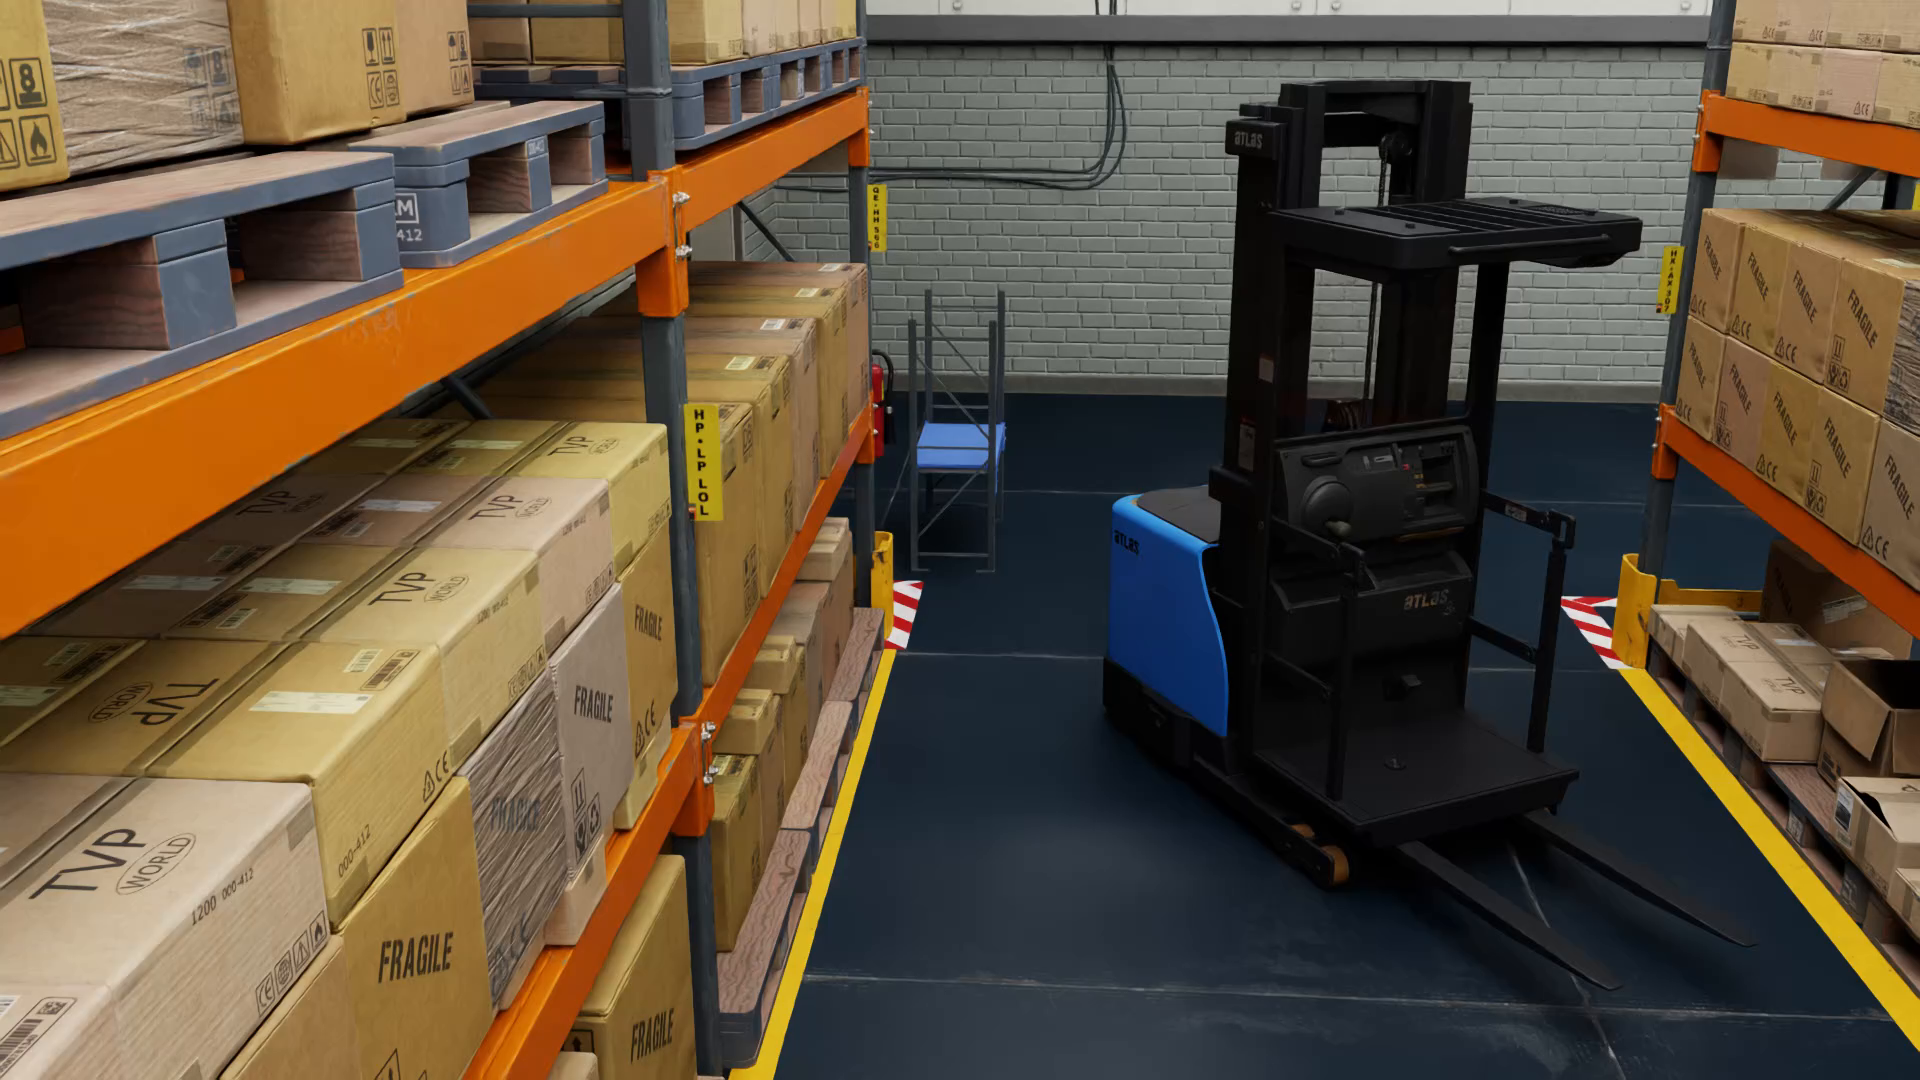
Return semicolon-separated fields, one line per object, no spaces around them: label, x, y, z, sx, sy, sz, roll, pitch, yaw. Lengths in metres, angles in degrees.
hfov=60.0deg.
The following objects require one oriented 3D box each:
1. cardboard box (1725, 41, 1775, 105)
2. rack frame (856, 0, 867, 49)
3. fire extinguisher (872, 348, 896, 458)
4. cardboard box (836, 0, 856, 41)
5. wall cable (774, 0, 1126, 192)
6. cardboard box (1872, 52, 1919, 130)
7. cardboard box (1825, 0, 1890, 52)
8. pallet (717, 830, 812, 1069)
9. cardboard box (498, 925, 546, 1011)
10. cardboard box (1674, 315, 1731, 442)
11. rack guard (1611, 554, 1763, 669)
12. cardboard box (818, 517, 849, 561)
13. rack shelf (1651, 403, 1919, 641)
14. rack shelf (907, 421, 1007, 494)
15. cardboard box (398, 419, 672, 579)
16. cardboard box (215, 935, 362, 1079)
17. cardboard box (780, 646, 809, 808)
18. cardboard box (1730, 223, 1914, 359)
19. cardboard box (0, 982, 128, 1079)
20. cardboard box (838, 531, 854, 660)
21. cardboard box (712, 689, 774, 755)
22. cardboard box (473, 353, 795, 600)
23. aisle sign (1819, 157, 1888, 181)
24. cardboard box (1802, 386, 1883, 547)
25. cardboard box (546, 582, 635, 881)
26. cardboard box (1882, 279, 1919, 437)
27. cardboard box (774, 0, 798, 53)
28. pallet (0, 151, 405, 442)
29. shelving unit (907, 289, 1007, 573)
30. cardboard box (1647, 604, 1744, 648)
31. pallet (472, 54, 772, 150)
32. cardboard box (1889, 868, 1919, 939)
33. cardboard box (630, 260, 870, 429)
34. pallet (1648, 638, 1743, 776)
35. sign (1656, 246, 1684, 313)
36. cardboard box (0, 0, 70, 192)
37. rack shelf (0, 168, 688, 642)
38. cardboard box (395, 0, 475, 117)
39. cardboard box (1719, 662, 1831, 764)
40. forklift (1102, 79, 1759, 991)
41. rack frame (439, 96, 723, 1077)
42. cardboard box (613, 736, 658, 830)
cardboard box;3.697;-2.038;7.249;0.500;0.250;0.500;1;18;4
rack frame;-0.954;-3.798;7.562;1.000;3.000;0.127;1;18;4
fire extinguisher;-0.482;-0.770;8.678;0.296;0.674;0.183;1;18;4
cardboard box;-0.741;-2.315;7.259;0.500;0.250;0.500;2;18;6
wall cable;-0.192;-4.071;13.382;3.097;2.526;0.112;1;18;4
cardboard box;3.585;-1.572;5.828;0.500;0.250;0.500;1;18;4
cardboard box;3.619;-1.965;6.224;0.500;0.250;0.500;1;18;4
pallet;-1.108;1.386;5.854;1.003;0.211;1.213;1;18;4
cardboard box;-1.084;0.833;3.436;0.380;0.149;0.250;1;18;4
cardboard box;3.693;-0.753;7.744;0.500;0.500;0.500;2;18;5
rack guard;3.982;0.374;8.479;1.175;0.500;0.348;1;18;4
cardboard box;-0.731;-0.003;7.915;0.380;0.149;0.250;1;18;3
rack shelf;3.844;0.125;6.379;1.077;0.370;4.000;1;18;4
rack shelf;-0.006;-0.515;10.165;0.538;0.185;1.000;1;18;4
cardboard box;-1.019;-0.109;4.063;0.500;0.250;0.500;2;18;5
cardboard box;-1.154;0.877;2.257;0.500;0.500;0.500;1;18;4
cardboard box;-1.006;0.738;6.693;0.700;0.500;0.500;2;18;5
cardboard box;3.663;-1.066;7.092;0.500;0.500;0.500;1;18;4
cardboard box;-1.200;0.681;1.654;0.500;0.250;0.500;1;18;3
cardboard box;-0.904;0.261;8.150;0.700;0.500;0.500;1;18;4
cardboard box;-0.878;0.643;5.942;0.380;0.149;0.250;2;18;6
cardboard box;-1.127;-0.242;5.863;0.980;0.700;0.700;1;18;3
aisle sign;4.298;-2.087;7.801;0.394;0.787;0.004;1;18;4
cardboard box;3.585;-0.282;6.305;0.500;0.500;0.500;2;18;5
cardboard box;-1.049;0.404;3.701;0.500;0.500;0.500;1;18;4
cardboard box;3.549;-0.597;5.660;0.500;0.500;0.500;1;18;4
cardboard box;-0.848;-1.832;5.786;0.500;0.250;0.500;1;18;2
pallet;-1.457;-0.347;2.150;1.003;0.211;1.213;2;18;6
shelving unit;-0.006;-0.686;10.109;0.538;1.500;1.048;1;18;4
cardboard box;3.615;0.430;8.164;0.380;0.149;0.250;1;18;4
pallet;-1.171;-1.342;5.026;1.003;0.211;1.213;1;18;4
cardboard box;3.426;1.249;5.665;0.380;0.149;0.250;1;18;4
cardboard box;-0.980;-0.931;7.965;0.980;0.700;0.700;2;18;6
pallet;3.926;0.759;7.769;1.003;0.211;1.213;1;18;4
sign;3.446;-1.261;8.064;0.100;0.325;0.005;1;18;4
cardboard box;-1.511;-0.634;1.855;0.700;0.500;0.500;2;18;7
rack shelf;-1.384;-0.167;2.454;1.077;0.370;4.000;1;18;4
cardboard box;-1.413;-1.116;3.327;0.700;0.500;0.500;0;18;1
cardboard box;3.594;0.733;7.078;0.500;0.250;0.500;1;18;4
forklift;1.748;-0.214;6.368;1.130;2.935;3.031;-8;20;-23
rack frame;-1.240;0.295;4.705;1.000;3.000;0.127;1;18;4
cardboard box;-0.977;0.595;4.160;0.380;0.149;0.250;2;18;5
